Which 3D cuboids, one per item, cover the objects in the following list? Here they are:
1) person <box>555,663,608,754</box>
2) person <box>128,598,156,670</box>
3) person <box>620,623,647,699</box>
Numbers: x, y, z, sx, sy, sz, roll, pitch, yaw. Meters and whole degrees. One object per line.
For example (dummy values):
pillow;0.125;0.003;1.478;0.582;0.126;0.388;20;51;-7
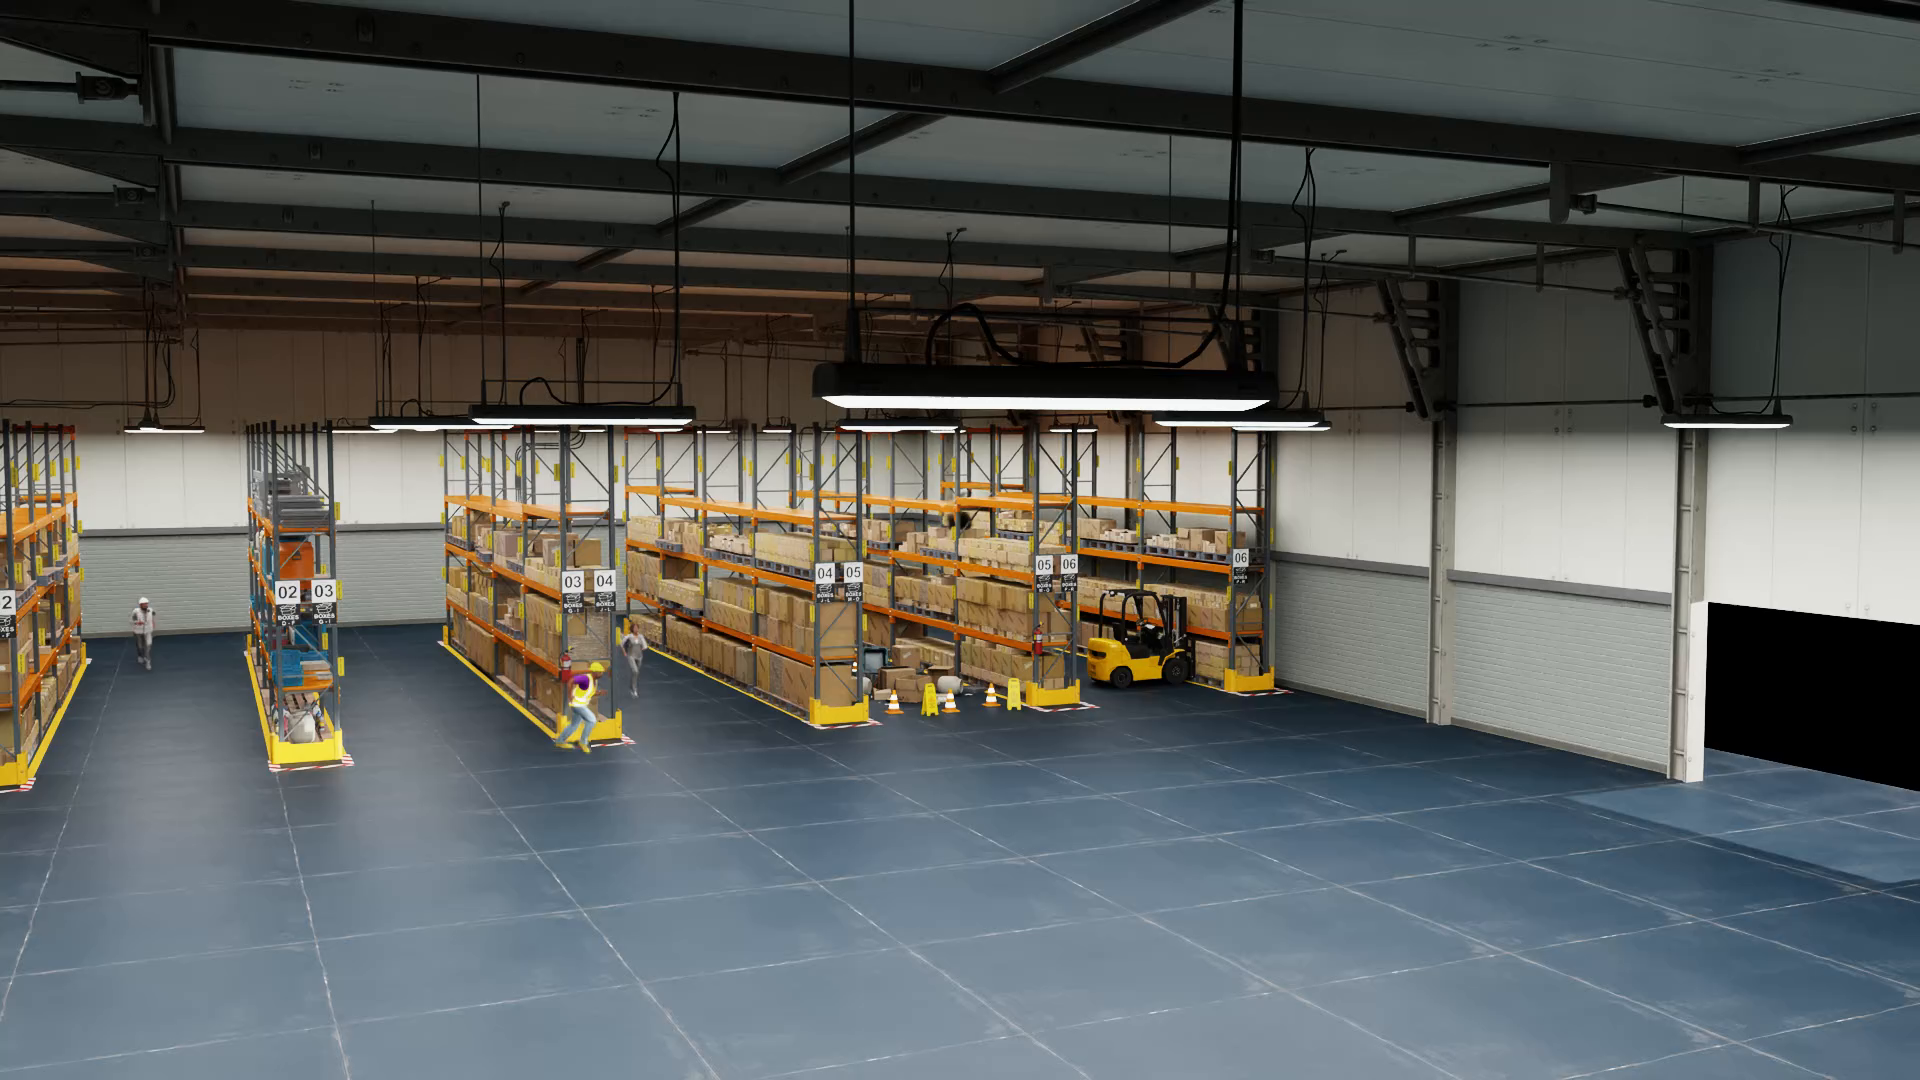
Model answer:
person;-6.871;3.047;30.029;0.976;1.681;0.753;1;4;11
person;-20.170;2.293;41.033;0.648;1.785;1.036;-2;4;-32
person;-7.139;2.631;36.470;0.540;1.633;0.712;-2;4;-35
